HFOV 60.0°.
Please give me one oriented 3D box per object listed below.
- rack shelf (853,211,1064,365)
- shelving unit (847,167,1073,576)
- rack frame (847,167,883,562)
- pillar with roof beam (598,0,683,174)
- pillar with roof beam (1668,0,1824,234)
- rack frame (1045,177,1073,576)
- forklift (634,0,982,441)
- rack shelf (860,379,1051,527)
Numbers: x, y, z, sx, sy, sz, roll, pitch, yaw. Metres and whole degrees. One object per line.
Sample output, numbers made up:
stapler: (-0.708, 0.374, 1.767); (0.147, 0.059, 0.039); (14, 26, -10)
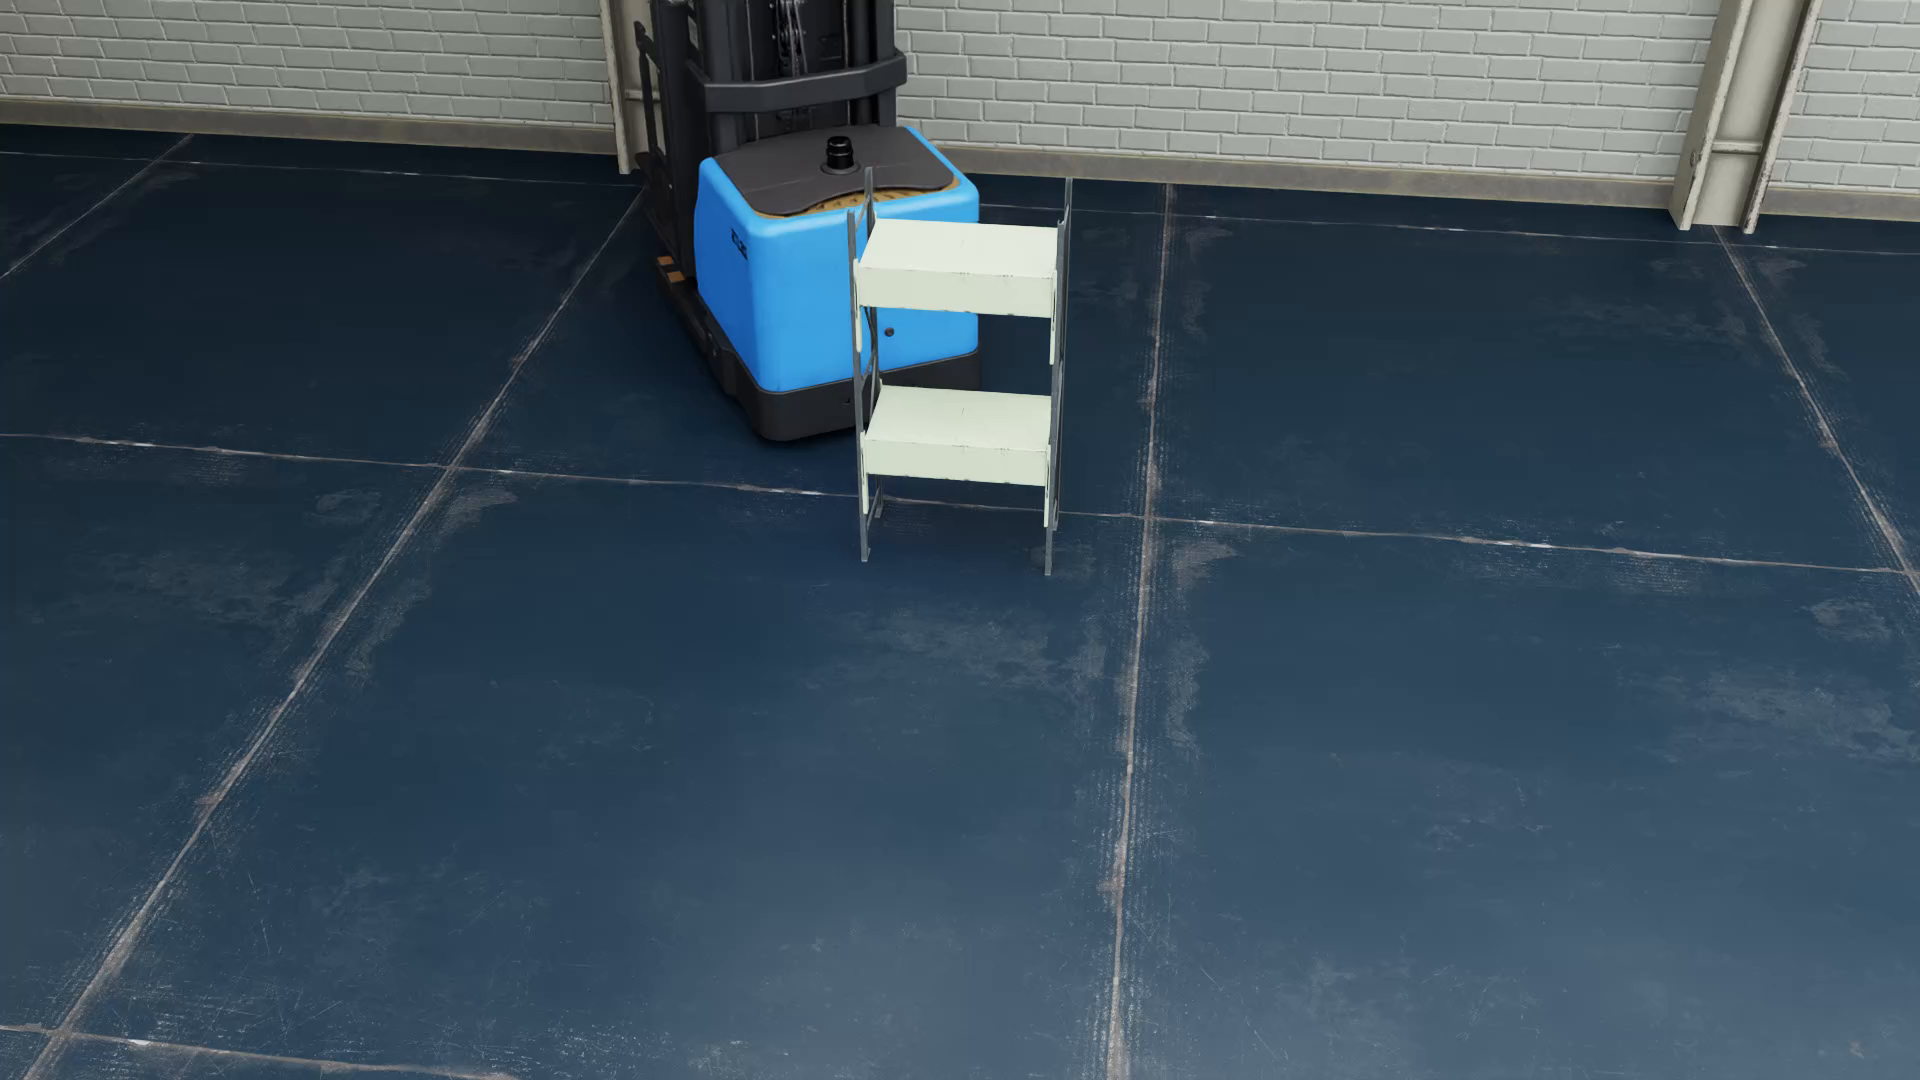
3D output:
rack shelf: (0.007, -0.928, 6.087); (0.720, 0.370, 0.431); (4, 36, 6)
shelving unit: (0.007, -0.610, 6.314); (0.755, 1.500, 0.431); (4, 36, 6)
rack frame: (-0.356, -0.637, 6.352); (0.023, 1.500, 0.400); (4, 36, 6)
pillar with roof beam: (-2.332, -3.407, 3.777); (0.400, 9.000, 9.100); (4, 36, 6)
pillar with roof beam: (3.620, -2.963, 3.155); (0.400, 9.000, 9.100); (4, 36, 6)
rack frame: (0.370, -0.583, 6.276); (0.023, 1.500, 0.400); (4, 36, 6)
forklift: (-0.943, -2.473, 7.692); (1.130, 2.935, 3.031); (-14, 38, -18)
rack shelf: (0.007, -0.345, 6.503); (0.720, 0.370, 0.431); (4, 36, 6)
